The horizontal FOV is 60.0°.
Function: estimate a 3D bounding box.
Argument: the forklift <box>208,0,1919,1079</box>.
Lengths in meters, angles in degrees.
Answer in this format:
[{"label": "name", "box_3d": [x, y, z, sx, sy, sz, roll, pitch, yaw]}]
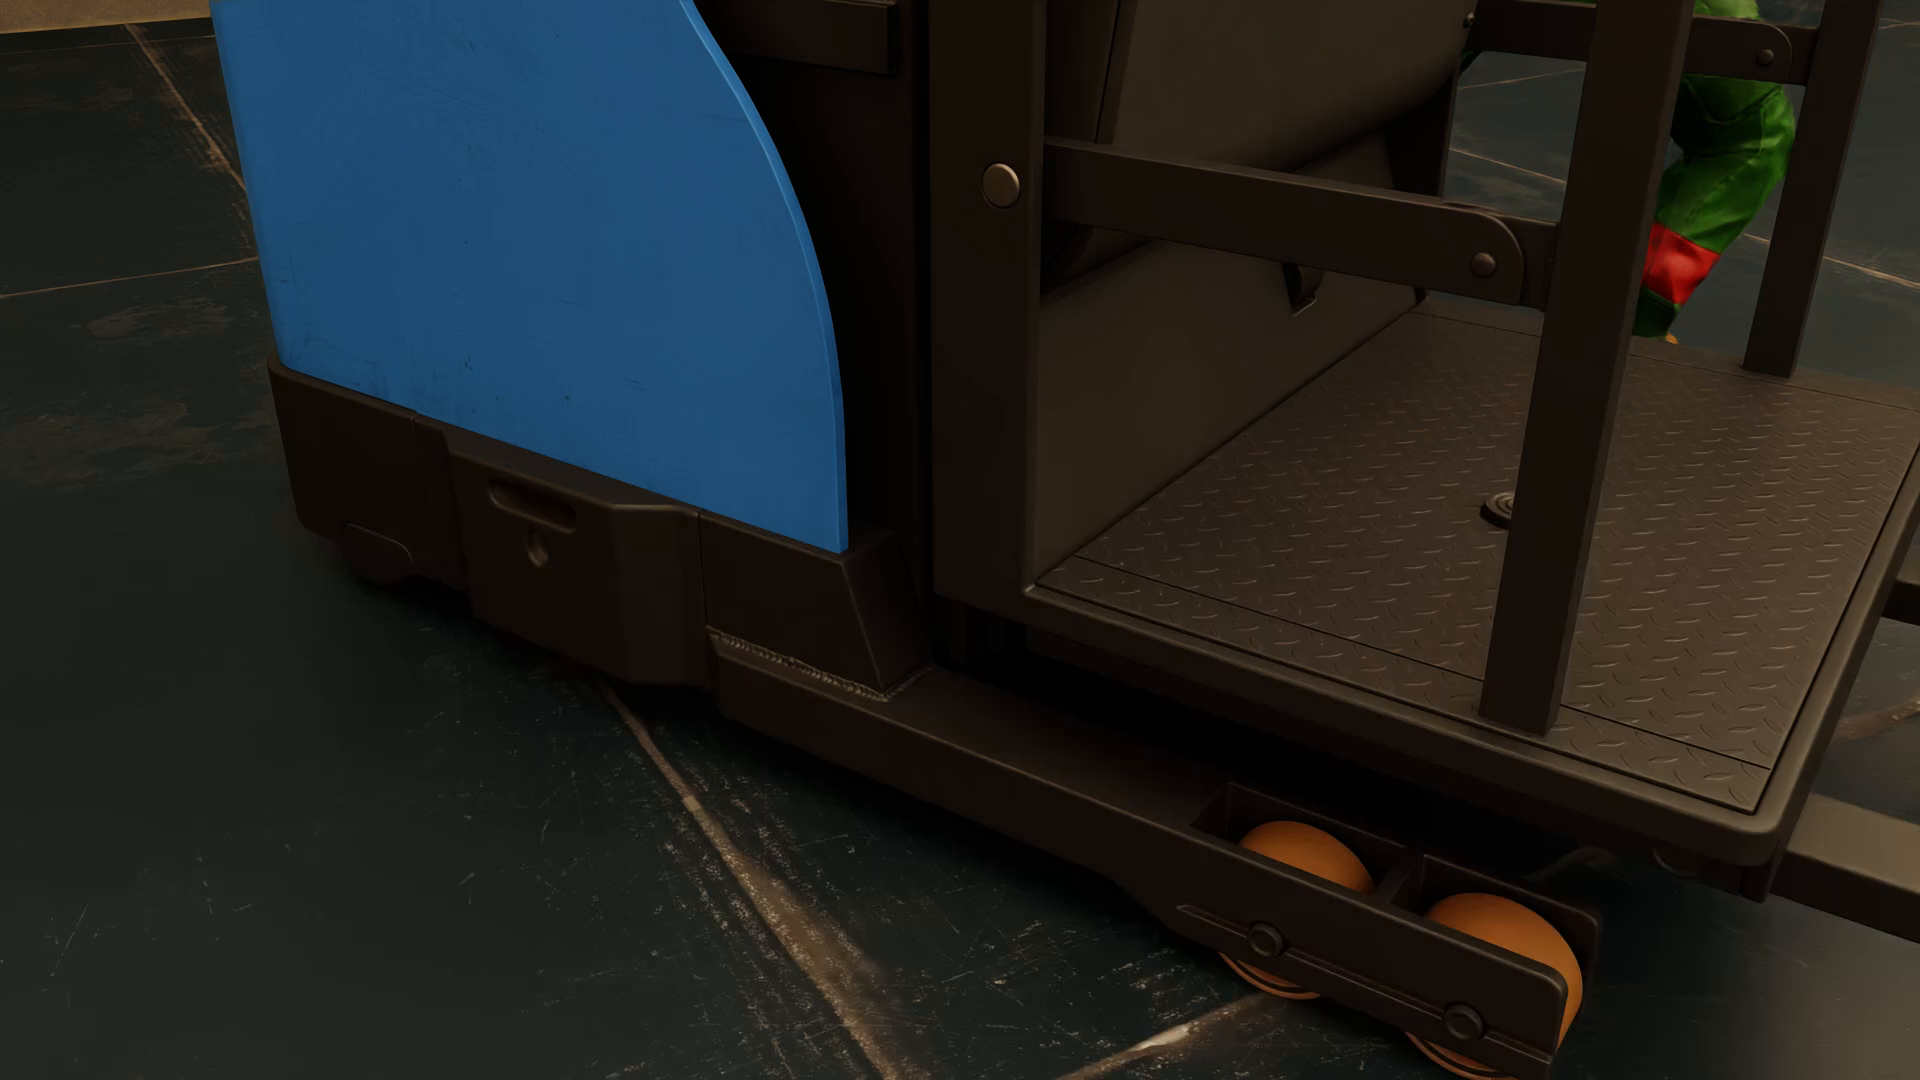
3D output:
[{"label": "forklift", "box_3d": [0.535, -1.086, 1.401, 3.031, 2.935, 1.130, 17, 32, 31]}]

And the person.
[{"label": "person", "box_3d": [0.964, -0.926, 2.522, 0.855, 1.602, 0.863, -23, 35, -38]}]
